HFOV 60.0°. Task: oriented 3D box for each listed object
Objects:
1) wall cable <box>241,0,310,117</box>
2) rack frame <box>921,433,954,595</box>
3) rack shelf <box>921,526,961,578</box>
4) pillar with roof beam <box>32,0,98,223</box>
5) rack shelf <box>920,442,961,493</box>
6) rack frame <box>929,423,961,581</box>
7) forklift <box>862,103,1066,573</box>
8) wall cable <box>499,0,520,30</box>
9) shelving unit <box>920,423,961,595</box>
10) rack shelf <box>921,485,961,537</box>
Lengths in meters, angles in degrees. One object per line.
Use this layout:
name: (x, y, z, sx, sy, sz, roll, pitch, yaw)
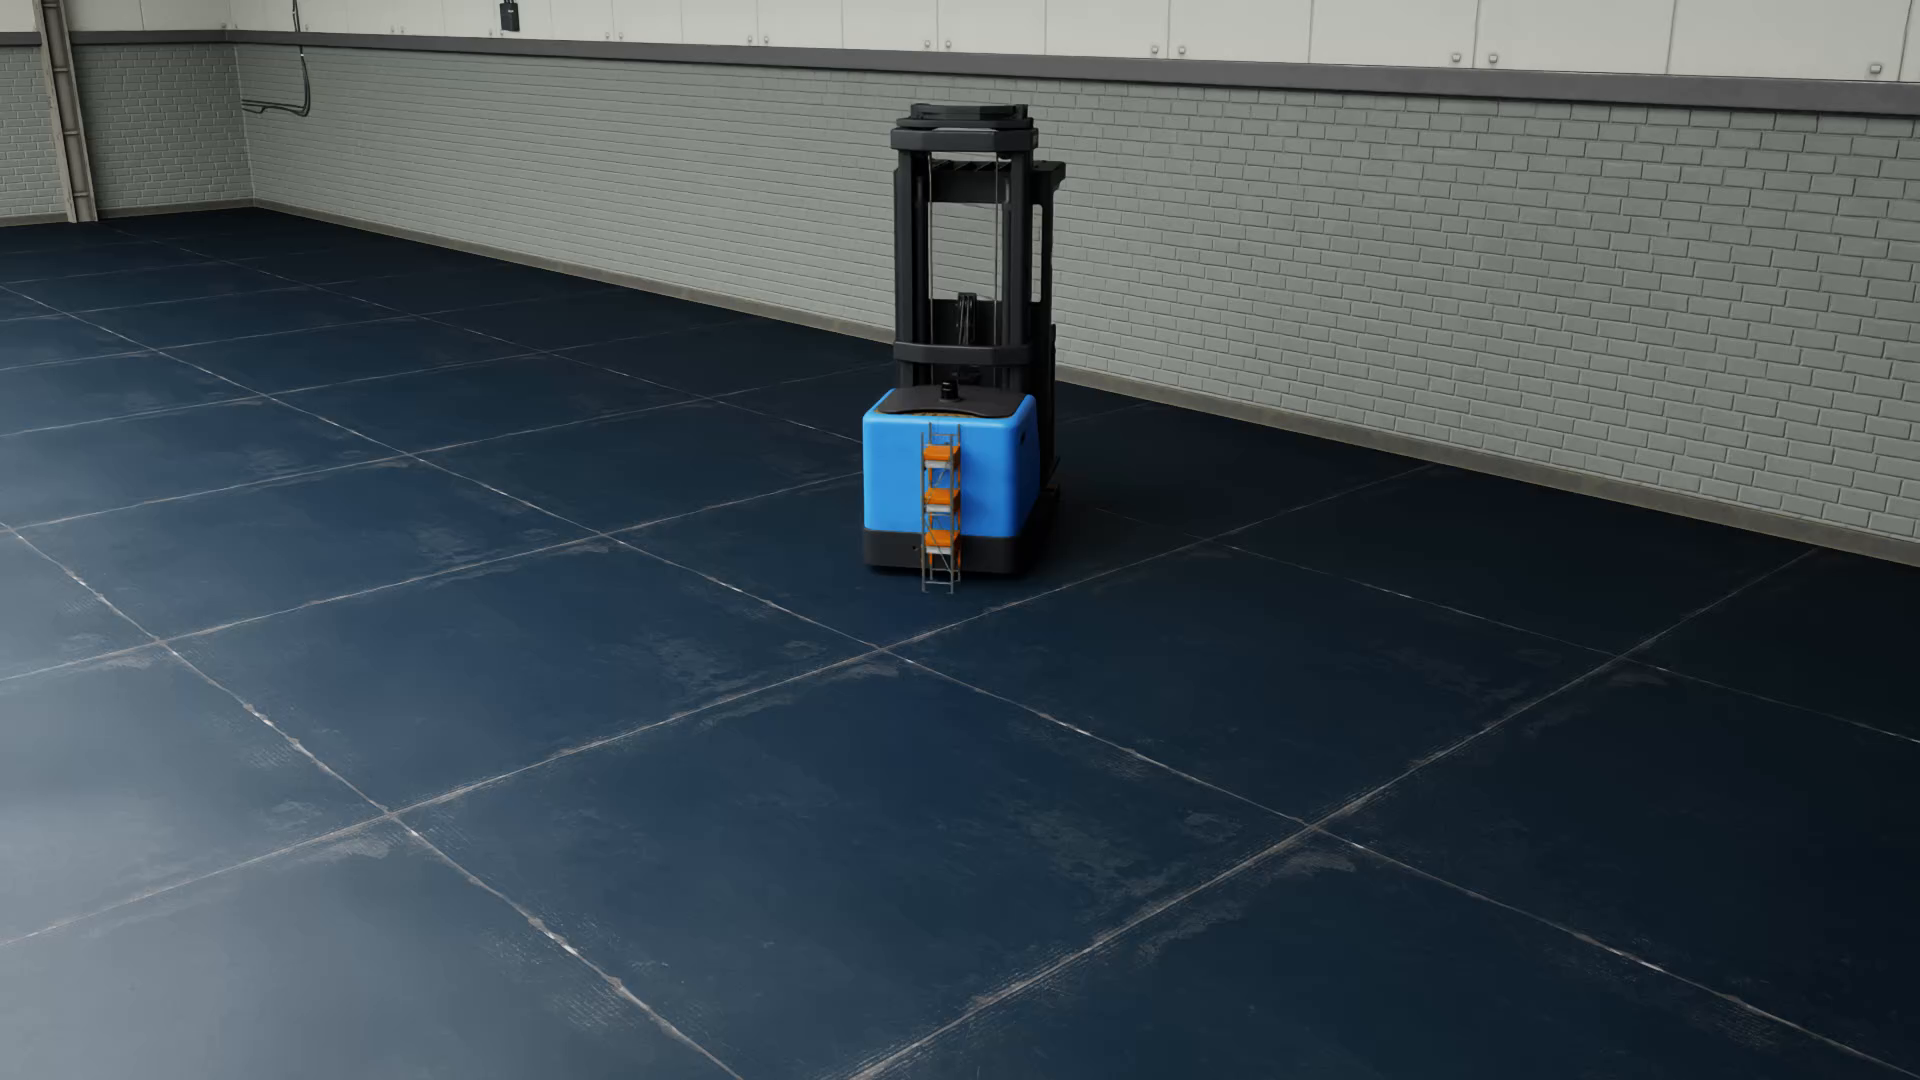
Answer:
wall cable: (-11.937, -8.583, 28.522, 0.112, 2.526, 3.097, -16, 24, -41)
rack frame: (-0.141, -0.158, 10.390, 0.200, 1.050, 0.008, 3, 19, 10)
rack shelf: (-0.118, 0.077, 10.597, 0.215, 0.259, 0.240, 3, 19, 10)
pillar with roof beam: (-12.029, -8.767, 24.056, 0.400, 9.000, 9.100, -16, 24, -41)
rack shelf: (-0.120, -0.455, 10.416, 0.215, 0.259, 0.240, 3, 19, 10)
rack frame: (-0.097, -0.235, 10.618, 0.200, 1.050, 0.008, 3, 19, 10)
forklift: (0.136, -1.593, 11.767, 1.130, 2.935, 3.031, 3, 18, 10)
wall cable: (-5.426, -9.547, 20.946, 0.169, 6.003, 2.305, -16, 24, -41)
shelving unit: (-0.119, -0.196, 10.504, 0.215, 1.050, 0.252, 3, 19, 10)
rack shelf: (-0.119, -0.186, 10.507, 0.215, 0.259, 0.240, 3, 19, 10)
